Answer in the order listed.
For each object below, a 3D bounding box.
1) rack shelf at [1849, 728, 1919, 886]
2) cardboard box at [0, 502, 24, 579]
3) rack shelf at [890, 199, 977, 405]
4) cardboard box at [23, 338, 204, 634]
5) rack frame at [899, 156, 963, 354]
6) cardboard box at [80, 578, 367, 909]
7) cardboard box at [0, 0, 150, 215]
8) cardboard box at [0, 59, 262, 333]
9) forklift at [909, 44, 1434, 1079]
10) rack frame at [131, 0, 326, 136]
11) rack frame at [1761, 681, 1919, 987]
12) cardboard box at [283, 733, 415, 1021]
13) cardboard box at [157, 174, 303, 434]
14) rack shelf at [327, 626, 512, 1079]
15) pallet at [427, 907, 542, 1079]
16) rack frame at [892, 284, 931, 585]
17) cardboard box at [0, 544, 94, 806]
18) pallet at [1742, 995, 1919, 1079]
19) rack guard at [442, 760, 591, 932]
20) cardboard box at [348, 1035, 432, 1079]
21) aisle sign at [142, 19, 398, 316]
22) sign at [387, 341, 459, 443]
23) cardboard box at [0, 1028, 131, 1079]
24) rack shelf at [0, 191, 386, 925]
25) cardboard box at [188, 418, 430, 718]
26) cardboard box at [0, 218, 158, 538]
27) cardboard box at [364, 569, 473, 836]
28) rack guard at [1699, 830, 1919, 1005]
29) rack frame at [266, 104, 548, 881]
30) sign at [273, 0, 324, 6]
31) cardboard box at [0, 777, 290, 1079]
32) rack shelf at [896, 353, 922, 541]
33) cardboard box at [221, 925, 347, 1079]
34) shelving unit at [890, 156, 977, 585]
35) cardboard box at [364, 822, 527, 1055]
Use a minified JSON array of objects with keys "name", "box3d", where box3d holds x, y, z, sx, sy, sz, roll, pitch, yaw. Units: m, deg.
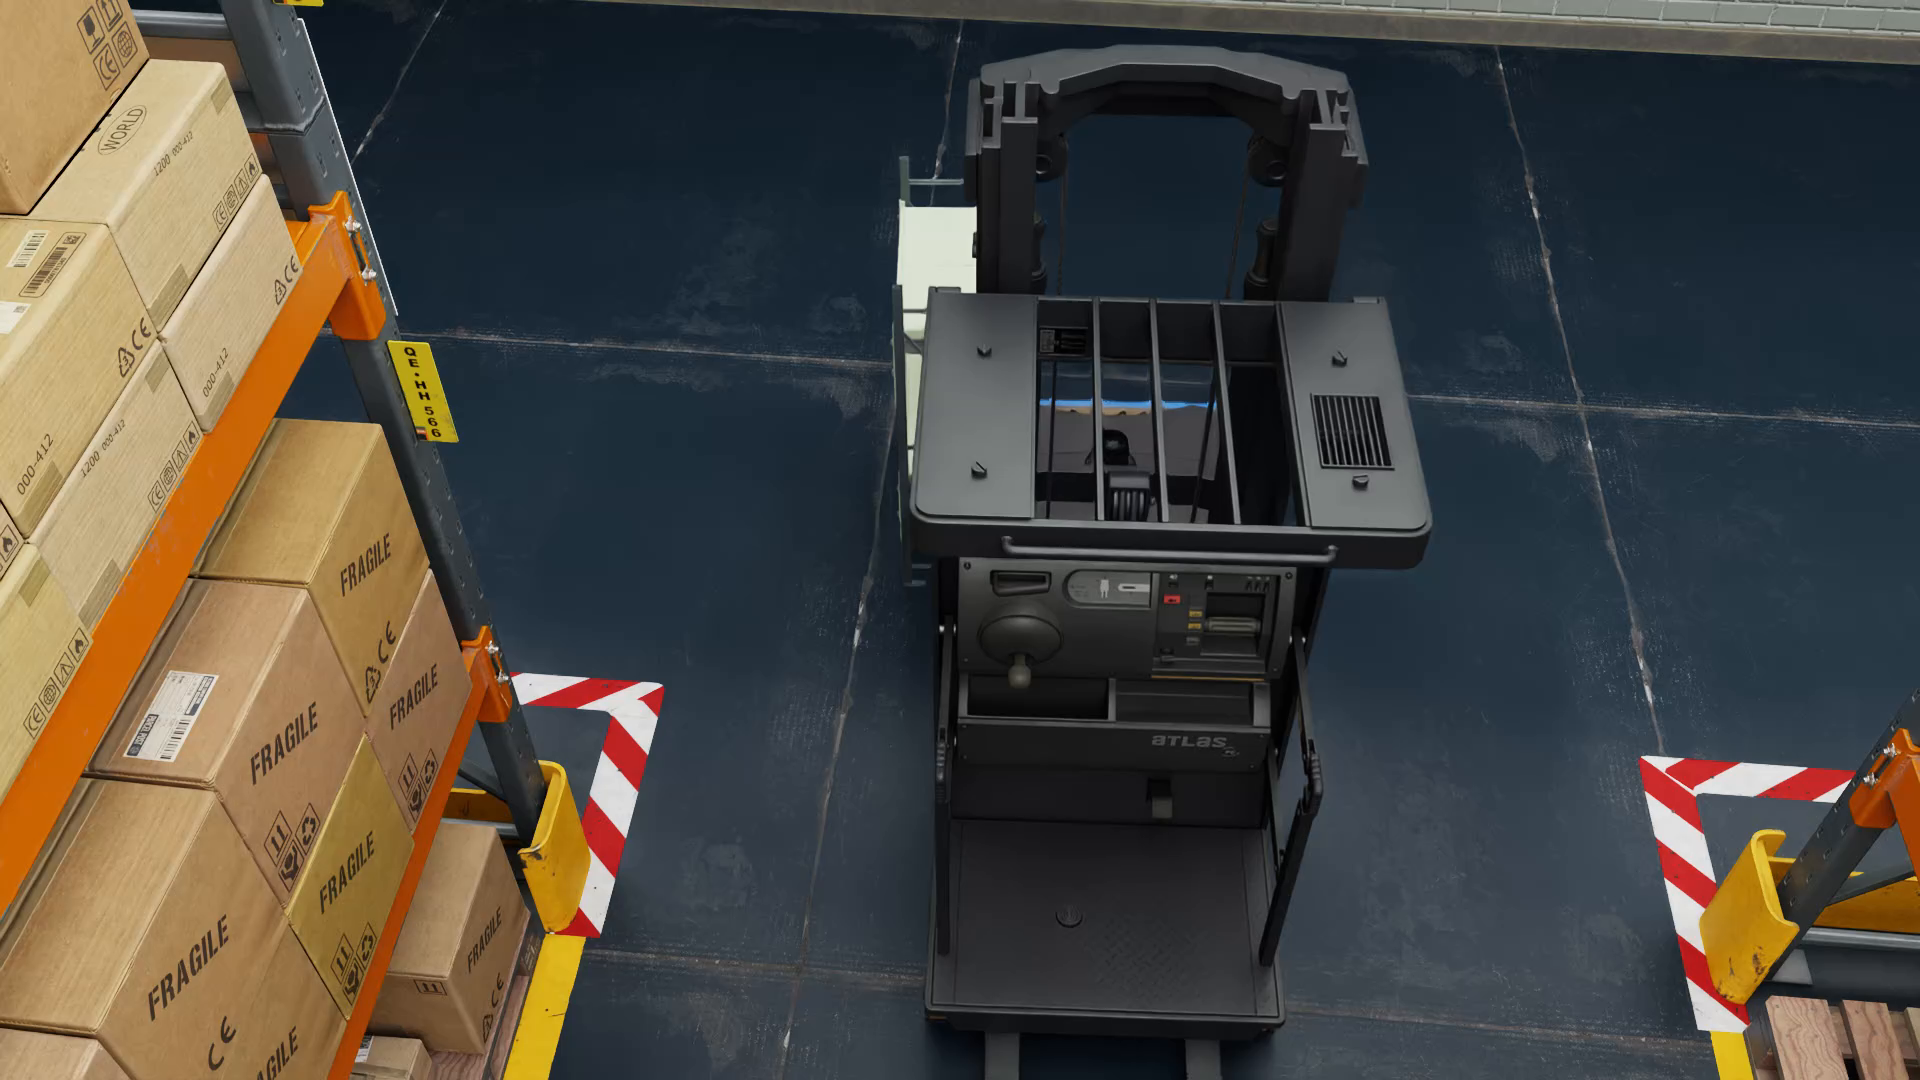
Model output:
[{"name":"rack shelf","box3d":[2.886,2.134,3.279,1.077,0.370,4.000,4,48,4]},{"name":"cardboard box","box3d":[-1.751,0.084,2.396,0.500,0.250,0.500,4,48,4]},{"name":"rack shelf","box3d":[-0.022,-0.867,6.023,0.431,0.370,0.720,0,48,0]},{"name":"cardboard box","box3d":[-1.705,-0.114,2.917,0.500,0.250,0.500,4,48,4]},{"name":"rack frame","box3d":[-0.019,-0.873,6.558,0.400,1.500,0.023,0,48,0]},{"name":"cardboard box","box3d":[-1.676,0.431,3.603,0.500,0.500,0.500,5,48,5]},{"name":"cardboard box","box3d":[-1.895,-0.919,2.806,0.700,0.500,0.500,4,48,4]},{"name":"cardboard box","box3d":[-1.657,-0.650,3.068,0.500,0.250,0.500,4,48,4]},{"name":"forklift","box3d":[0.453,0.329,4.488,1.130,2.935,3.031,2,48,2]},{"name":"rack frame","box3d":[-1.864,-1.939,2.451,1.000,3.000,0.127,4,48,4]},{"name":"rack frame","box3d":[3.068,0.421,4.358,1.000,3.000,0.127,4,48,4]},{"name":"cardboard box","box3d":[-1.678,0.781,3.961,0.500,0.500,0.500,4,48,4]},{"name":"cardboard box","box3d":[-1.648,-0.481,3.252,0.500,0.250,0.500,4,48,4]},{"name":"rack shelf","box3d":[-2.046,1.798,3.586,1.077,0.370,4.000,4,48,4]},{"name":"pallet","box3d":[-1.943,1.668,5.107,1.003,0.211,1.213,4,48,4]},{"name":"rack frame","box3d":[-0.025,-0.333,6.064,0.400,1.500,0.023,0,48,0]},{"name":"cardboard box","box3d":[-1.737,0.254,2.580,0.500,0.250,0.500,4,48,4]},{"name":"pallet","box3d":[2.955,1.966,4.835,1.003,0.211,1.213,4,48,4]},{"name":"rack guard","box3d":[-1.871,0.985,5.536,1.175,0.500,0.348,4,48,4]},{"name":"cardboard box","box3d":[-1.795,1.601,4.901,0.380,0.166,0.250,4,48,4]},{"name":"aisle sign","box3d":[-1.553,-0.821,3.733,0.394,0.787,0.004,4,48,4]},{"name":"sign","box3d":[-1.313,-0.360,4.074,0.100,0.325,0.005,4,48,4]},{"name":"cardboard box","box3d":[-1.765,1.190,2.910,0.500,0.500,0.500,5,48,5]},{"name":"rack shelf","box3d":[-2.046,0.786,2.479,1.077,0.370,4.000,4,48,4]},{"name":"cardboard box","box3d":[-1.631,0.060,3.943,0.500,0.500,0.500,3,48,3]},{"name":"cardboard box","box3d":[-1.702,-0.283,2.732,0.500,0.250,0.500,4,48,4]},{"name":"cardboard box","box3d":[-1.634,0.399,4.310,0.500,0.500,0.500,5,48,5]},{"name":"rack guard","box3d":[3.058,1.246,5.297,1.175,0.500,0.348,4,48,4]},{"name":"rack frame","box3d":[-1.864,0.085,4.665,1.000,3.000,0.127,4,48,4]},{"name":"sign","box3d":[-1.313,-1.174,3.184,0.100,0.325,0.005,4,48,4]},{"name":"cardboard box","box3d":[-1.718,0.812,3.255,0.500,0.500,0.500,5,48,5]},{"name":"rack shelf","box3d":[-0.022,-0.383,6.552,0.431,0.370,0.720,0,48,0]},{"name":"cardboard box","box3d":[-1.728,1.147,3.626,0.500,0.500,0.500,4,48,4]},{"name":"shelving unit","box3d":[-0.022,-0.603,6.311,0.431,1.500,0.755,0,48,0]},{"name":"cardboard box","box3d":[-1.668,1.197,5.044,0.500,0.500,0.500,4,48,4]}]
